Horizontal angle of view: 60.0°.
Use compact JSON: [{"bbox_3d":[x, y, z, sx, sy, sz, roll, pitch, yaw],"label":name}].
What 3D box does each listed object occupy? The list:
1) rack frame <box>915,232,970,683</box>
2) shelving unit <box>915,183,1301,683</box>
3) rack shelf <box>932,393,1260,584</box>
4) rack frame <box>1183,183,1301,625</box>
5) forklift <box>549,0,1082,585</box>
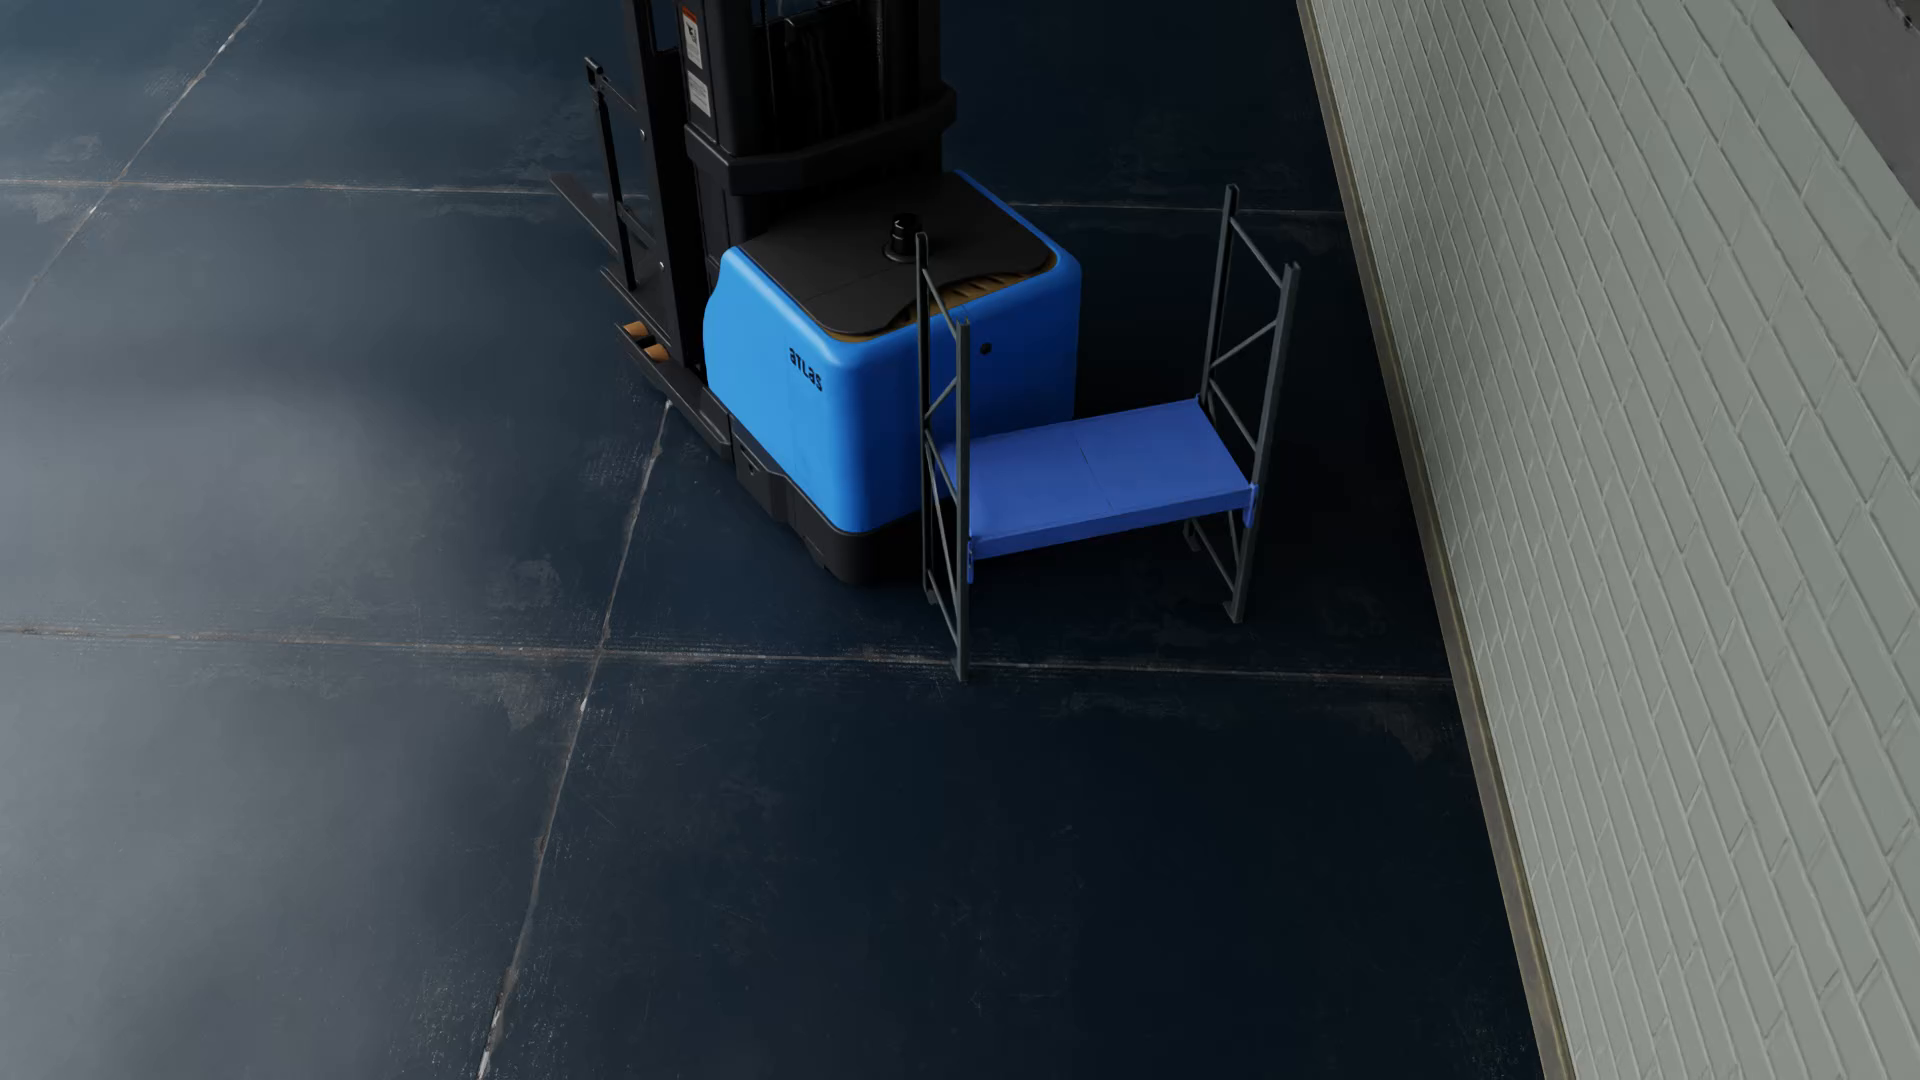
[{"bbox_3d":[-0.053,-0.223,5.389,0.032,1.500,0.500,-11,44,-12],"label":"rack frame"},{"bbox_3d":[0.435,-0.318,5.491,1.048,1.500,0.538,-11,44,-12],"label":"shelving unit"},{"bbox_3d":[0.435,-0.186,5.614,1.000,0.185,0.538,-11,44,-12],"label":"rack shelf"},{"bbox_3d":[0.924,-0.413,5.593,0.032,1.500,0.500,-11,44,-12],"label":"rack frame"},{"bbox_3d":[-0.799,-1.886,6.125,1.130,2.935,3.031,-25,48,-24],"label":"forklift"}]
